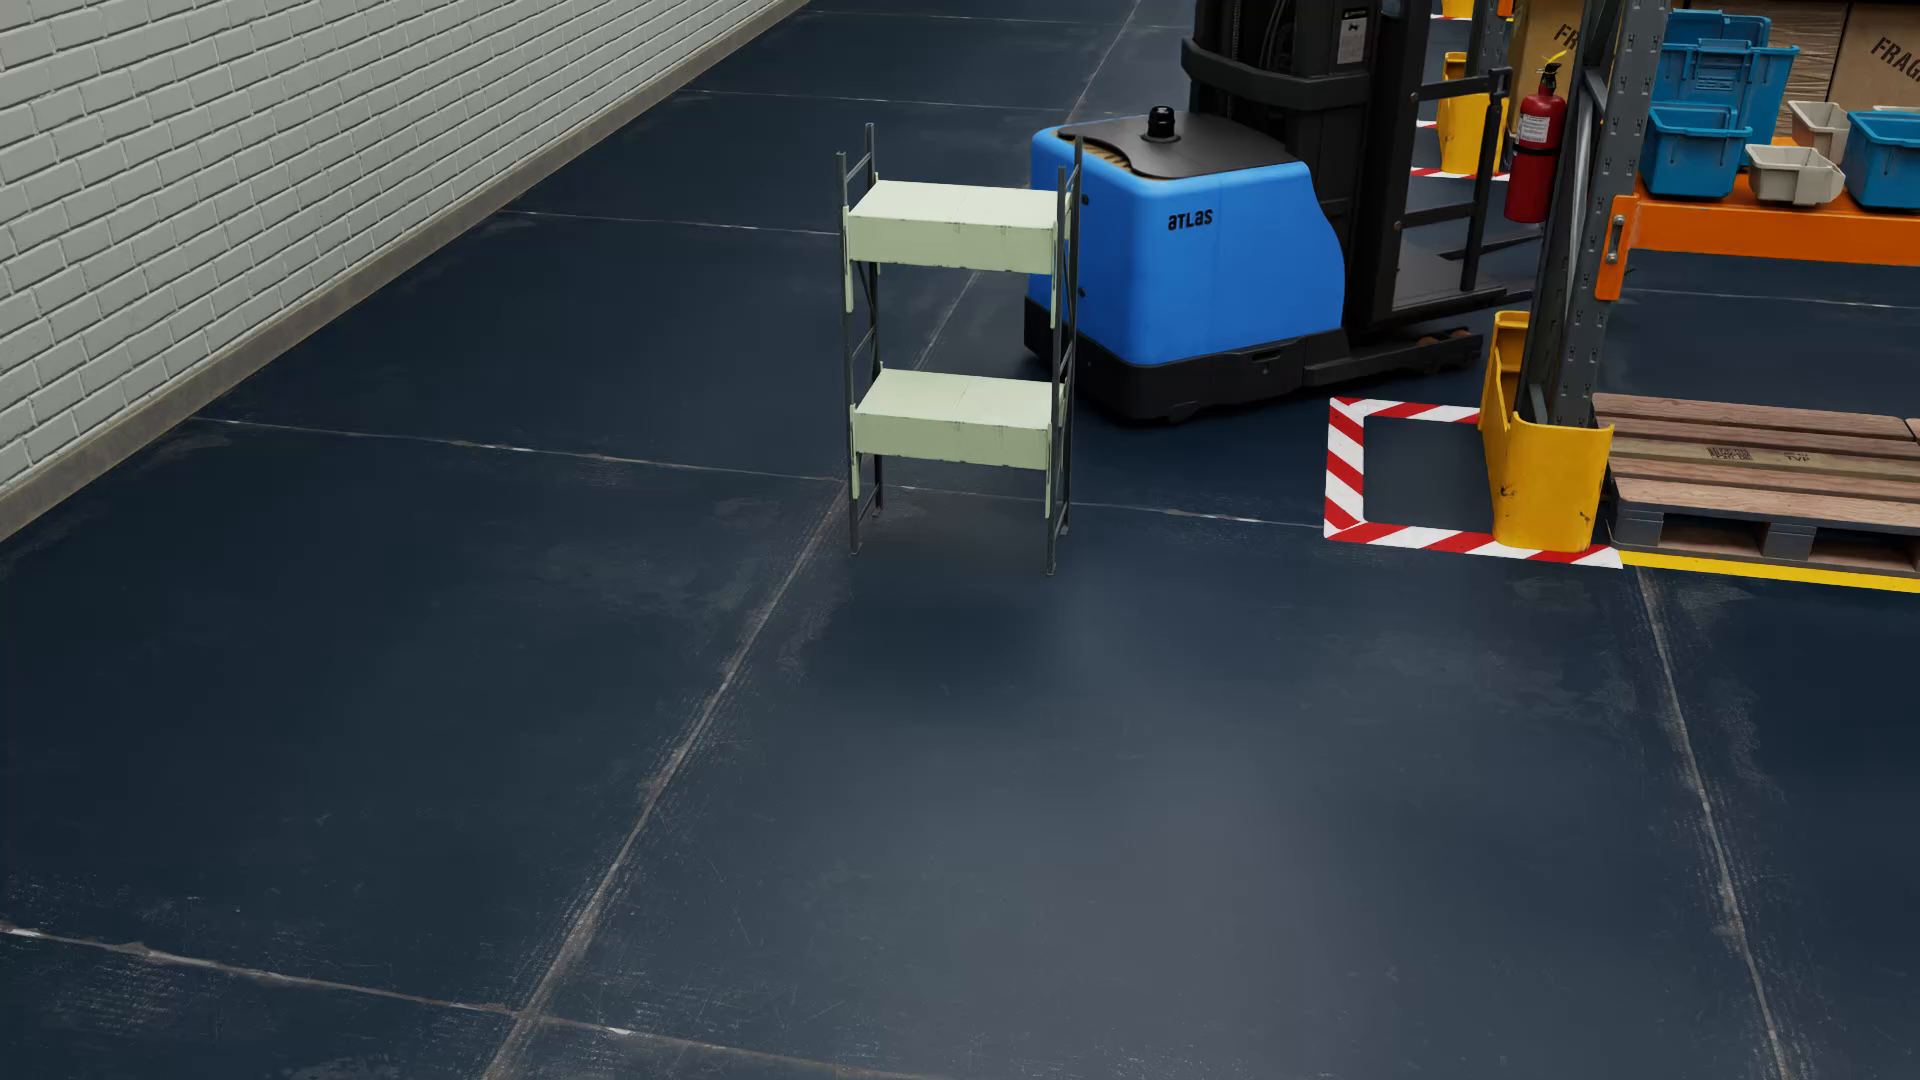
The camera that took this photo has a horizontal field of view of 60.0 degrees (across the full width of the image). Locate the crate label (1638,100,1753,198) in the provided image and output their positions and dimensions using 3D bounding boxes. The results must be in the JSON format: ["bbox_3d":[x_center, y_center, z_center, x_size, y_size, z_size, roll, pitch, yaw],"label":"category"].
[{"bbox_3d":[2.486,-1.329,5.666,0.303,0.233,0.416,6,29,11],"label":"crate label"}]

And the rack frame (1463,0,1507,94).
[{"bbox_3d":[3.348,-3.882,10.217,0.127,3.000,1.000,6,29,11],"label":"rack frame"}]

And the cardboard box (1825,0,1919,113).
[{"bbox_3d":[5.751,-2.927,10.248,0.875,0.875,0.875,6,29,11],"label":"cardboard box"}]

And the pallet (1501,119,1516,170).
[{"bbox_3d":[4.146,-2.615,10.807,1.213,0.211,1.003,6,29,11],"label":"pallet"}]

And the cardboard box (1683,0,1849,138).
[{"bbox_3d":[4.881,-3.016,10.411,0.875,0.875,0.875,6,29,11],"label":"cardboard box"}]

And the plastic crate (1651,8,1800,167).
[{"bbox_3d":[2.680,-1.652,6.044,0.499,0.435,0.616,6,29,11],"label":"plastic crate"}]

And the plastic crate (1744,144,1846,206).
[{"bbox_3d":[2.783,-1.216,5.559,0.298,0.136,0.250,6,29,11],"label":"plastic crate"}]

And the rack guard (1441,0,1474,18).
[{"bbox_3d":[4.557,-5.097,15.039,0.348,0.500,1.175,6,29,11],"label":"rack guard"}]

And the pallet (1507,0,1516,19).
[{"bbox_3d":[5.344,-4.872,14.929,1.213,0.211,1.003,6,29,11],"label":"pallet"}]

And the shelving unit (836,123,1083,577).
[{"bbox_3d":[0.007,-0.657,5.889,0.755,1.500,0.431,6,29,11],"label":"shelving unit"}]

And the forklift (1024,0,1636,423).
[{"bbox_3d":[1.852,-2.261,7.329,3.031,2.935,1.130,-13,31,-23],"label":"forklift"}]

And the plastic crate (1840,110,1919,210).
[{"bbox_3d":[3.130,-1.263,5.545,0.300,0.233,0.416,6,29,11],"label":"plastic crate"}]

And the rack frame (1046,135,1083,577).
[{"bbox_3d":[0.364,-0.620,5.822,0.023,1.500,0.400,6,29,11],"label":"rack frame"}]

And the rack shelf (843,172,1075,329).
[{"bbox_3d":[0.007,-1.000,5.701,0.720,0.370,0.431,6,29,11],"label":"rack shelf"}]

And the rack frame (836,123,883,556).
[{"bbox_3d":[-0.351,-0.694,5.956,0.023,1.500,0.400,6,29,11],"label":"rack frame"}]

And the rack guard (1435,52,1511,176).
[{"bbox_3d":[3.325,-2.788,10.821,0.348,0.500,1.175,6,29,11],"label":"rack guard"}]

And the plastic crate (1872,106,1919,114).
[{"bbox_3d":[3.429,-1.434,5.957,0.243,0.136,0.396,6,29,11],"label":"plastic crate"}]

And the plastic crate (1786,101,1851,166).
[{"bbox_3d":[3.149,-1.470,6.023,0.243,0.136,0.396,6,29,11],"label":"plastic crate"}]

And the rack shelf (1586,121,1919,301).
[{"bbox_3d":[4.270,-1.040,5.774,4.000,0.370,1.077,6,29,11],"label":"rack shelf"}]

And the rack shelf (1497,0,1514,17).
[{"bbox_3d":[5.304,-3.366,10.023,4.000,0.370,1.077,6,29,11],"label":"rack shelf"}]

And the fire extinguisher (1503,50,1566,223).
[{"bbox_3d":[2.261,-1.587,6.493,0.183,0.674,0.296,6,29,11],"label":"fire extinguisher"}]

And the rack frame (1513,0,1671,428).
[{"bbox_3d":[2.314,-1.556,5.968,0.127,3.000,1.000,6,29,11],"label":"rack frame"}]

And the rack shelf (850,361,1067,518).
[{"bbox_3d":[0.007,-0.371,6.045,0.720,0.370,0.431,6,29,11],"label":"rack shelf"}]

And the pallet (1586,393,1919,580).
[{"bbox_3d":[3.112,-0.232,6.453,1.213,0.211,1.003,6,29,11],"label":"pallet"}]

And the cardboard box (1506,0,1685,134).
[{"bbox_3d":[3.991,-3.107,10.577,0.875,0.875,0.875,6,29,11],"label":"cardboard box"}]

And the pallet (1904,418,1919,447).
[{"bbox_3d":[4.302,-0.108,6.228,1.213,0.211,1.003,6,29,11],"label":"pallet"}]

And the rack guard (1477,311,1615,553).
[{"bbox_3d":[2.288,-0.455,6.561,0.348,0.500,1.175,6,29,11],"label":"rack guard"}]
